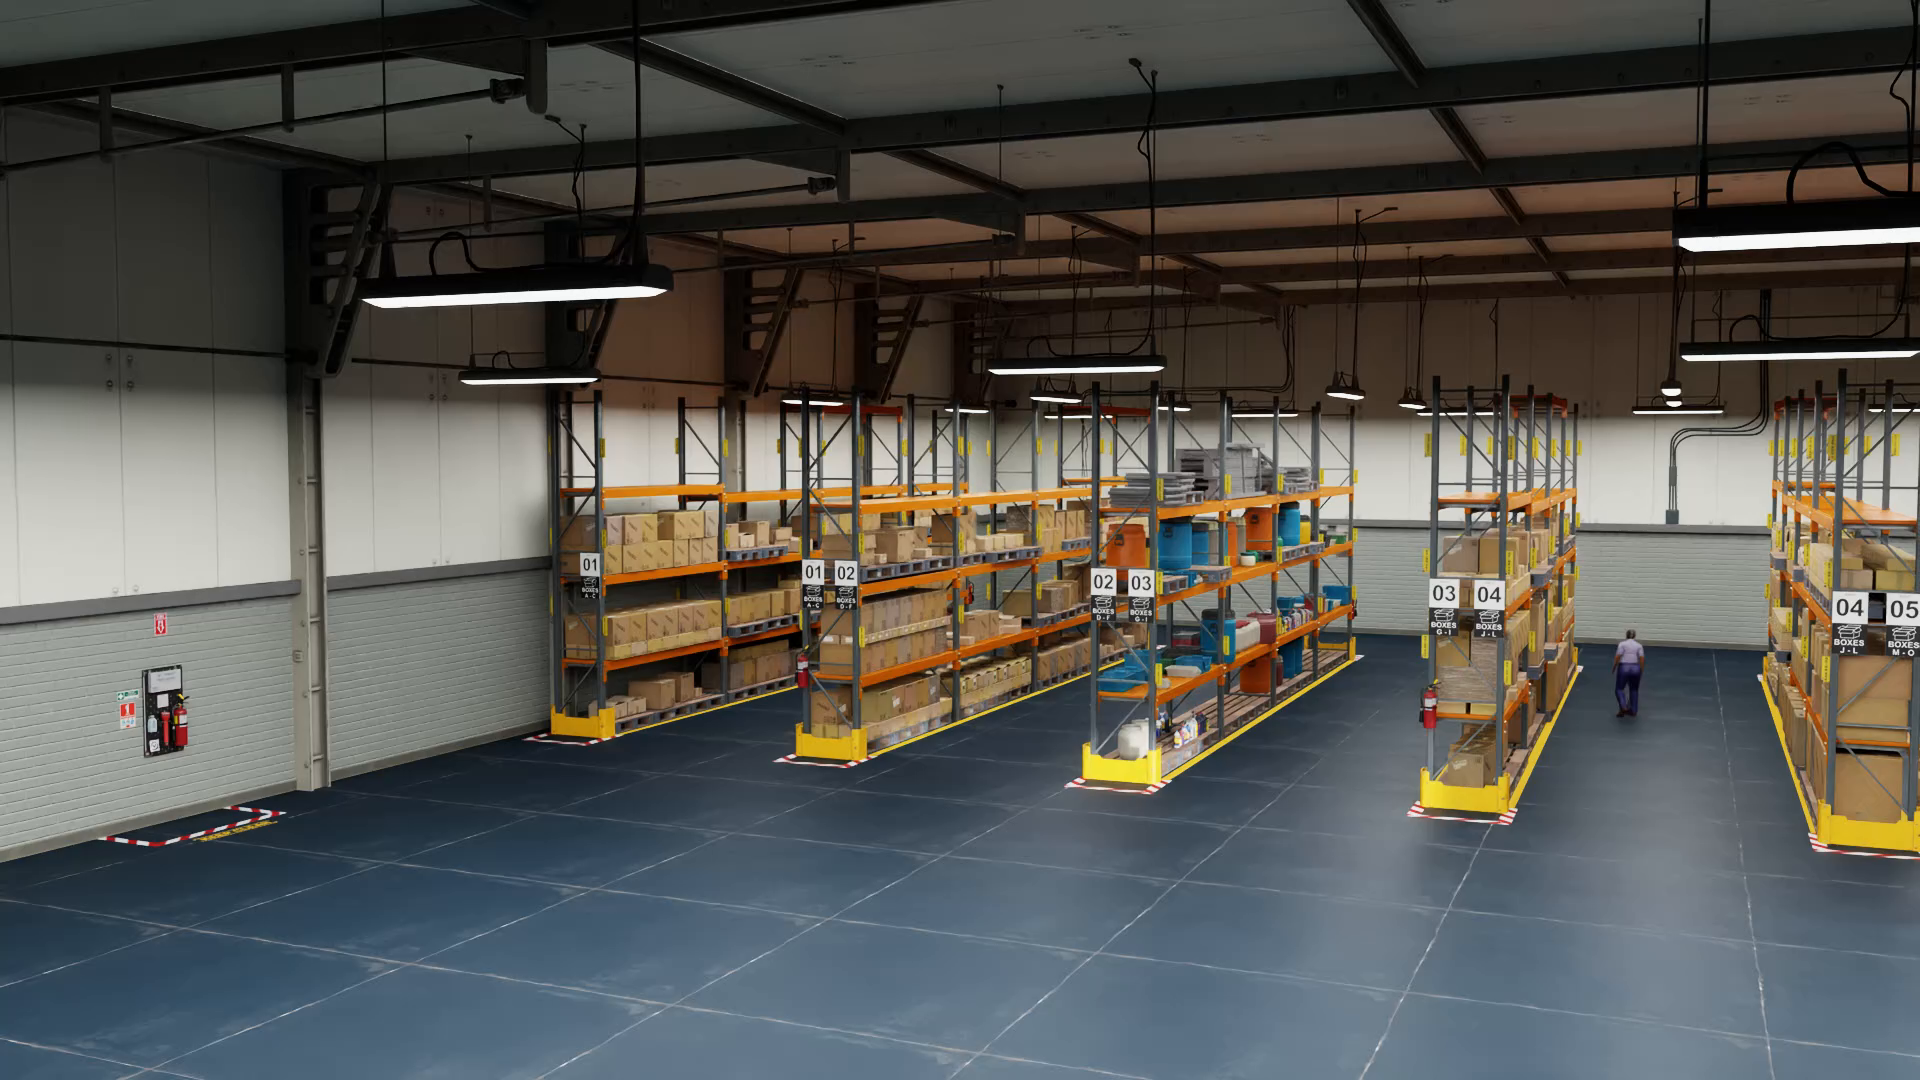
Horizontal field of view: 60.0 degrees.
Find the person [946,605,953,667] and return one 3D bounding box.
[{"bbox_3d":[-0.225,2.216,35.450,0.507,1.668,0.490,-3,4,-43],"label":"person"}]

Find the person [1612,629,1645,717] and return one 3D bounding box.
[{"bbox_3d":[12.499,2.496,31.007,0.541,1.623,0.562,0,3,6],"label":"person"}]
